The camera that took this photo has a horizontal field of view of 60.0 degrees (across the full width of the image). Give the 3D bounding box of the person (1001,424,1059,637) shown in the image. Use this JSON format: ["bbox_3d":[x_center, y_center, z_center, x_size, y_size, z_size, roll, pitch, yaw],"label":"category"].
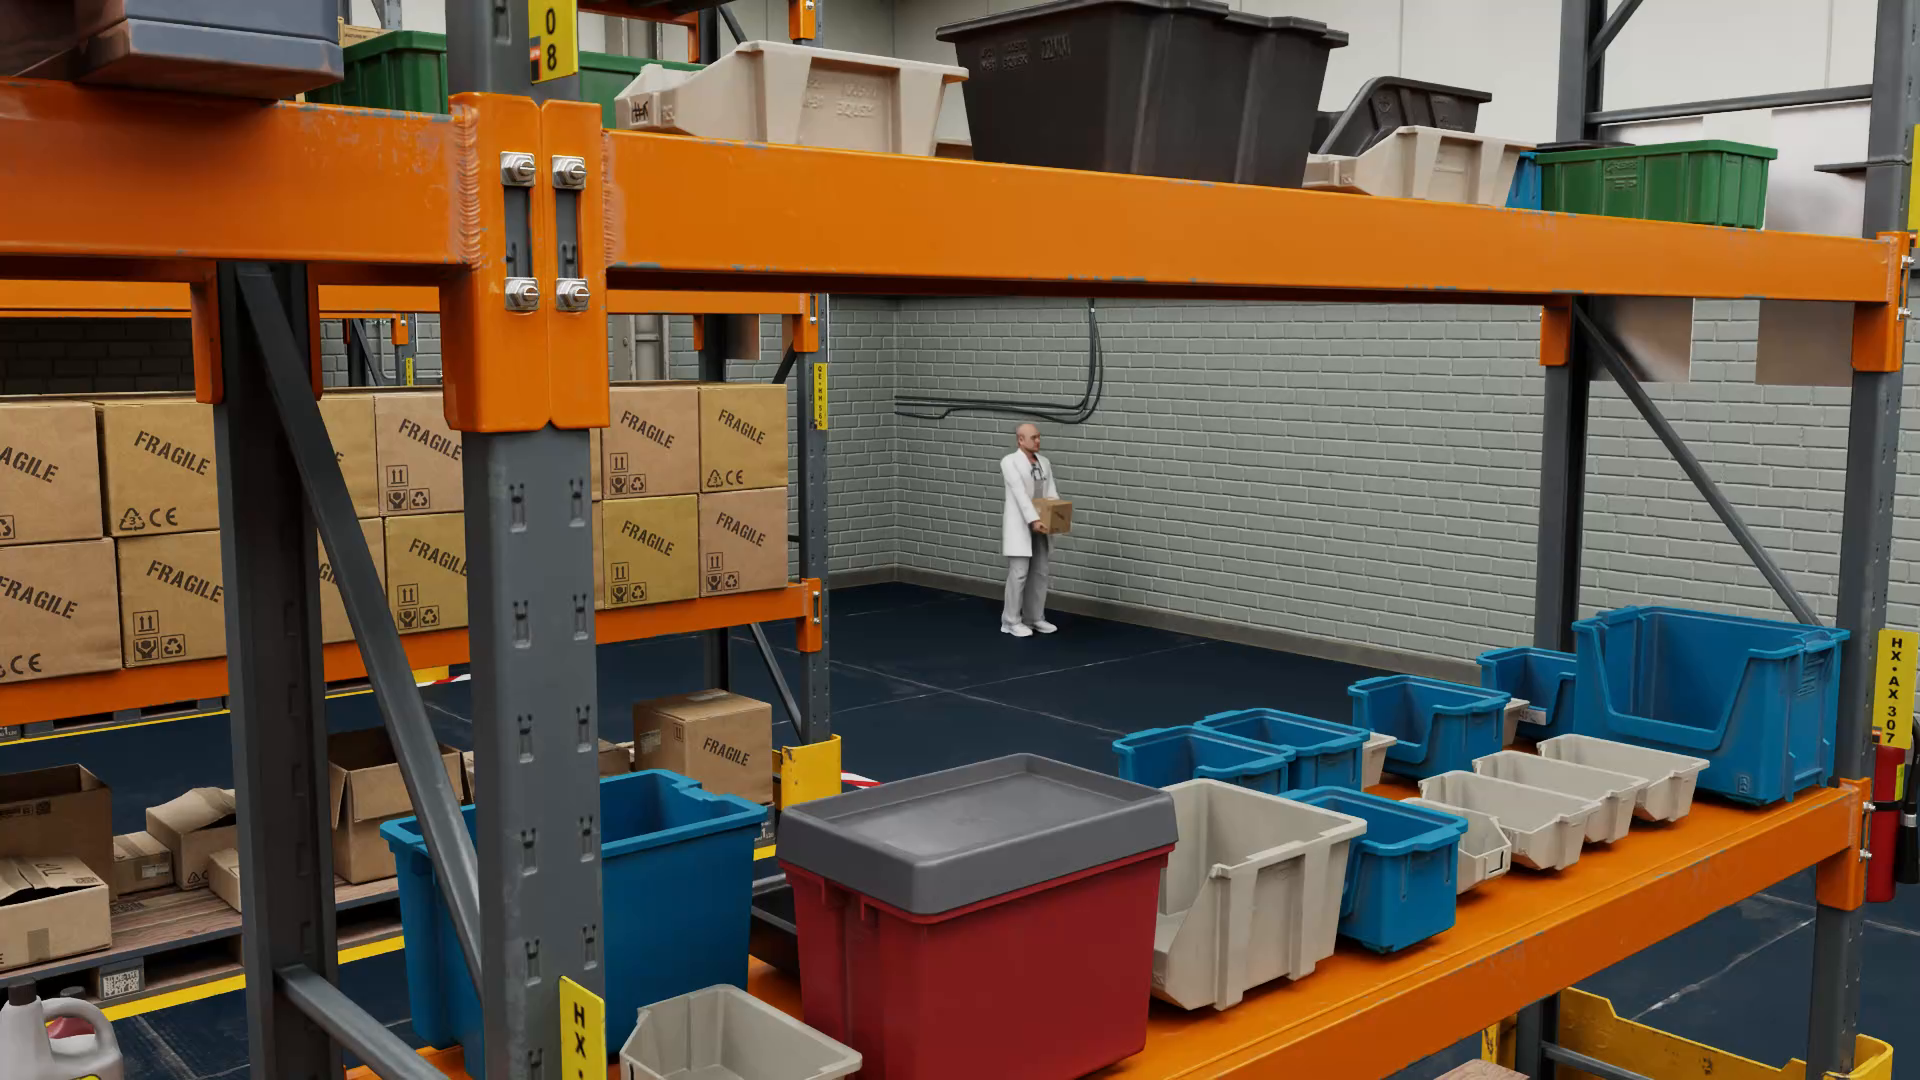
[{"bbox_3d":[0.635,-0.083,13.996,0.528,1.780,0.560,-6,10,-42],"label":"person"}]
